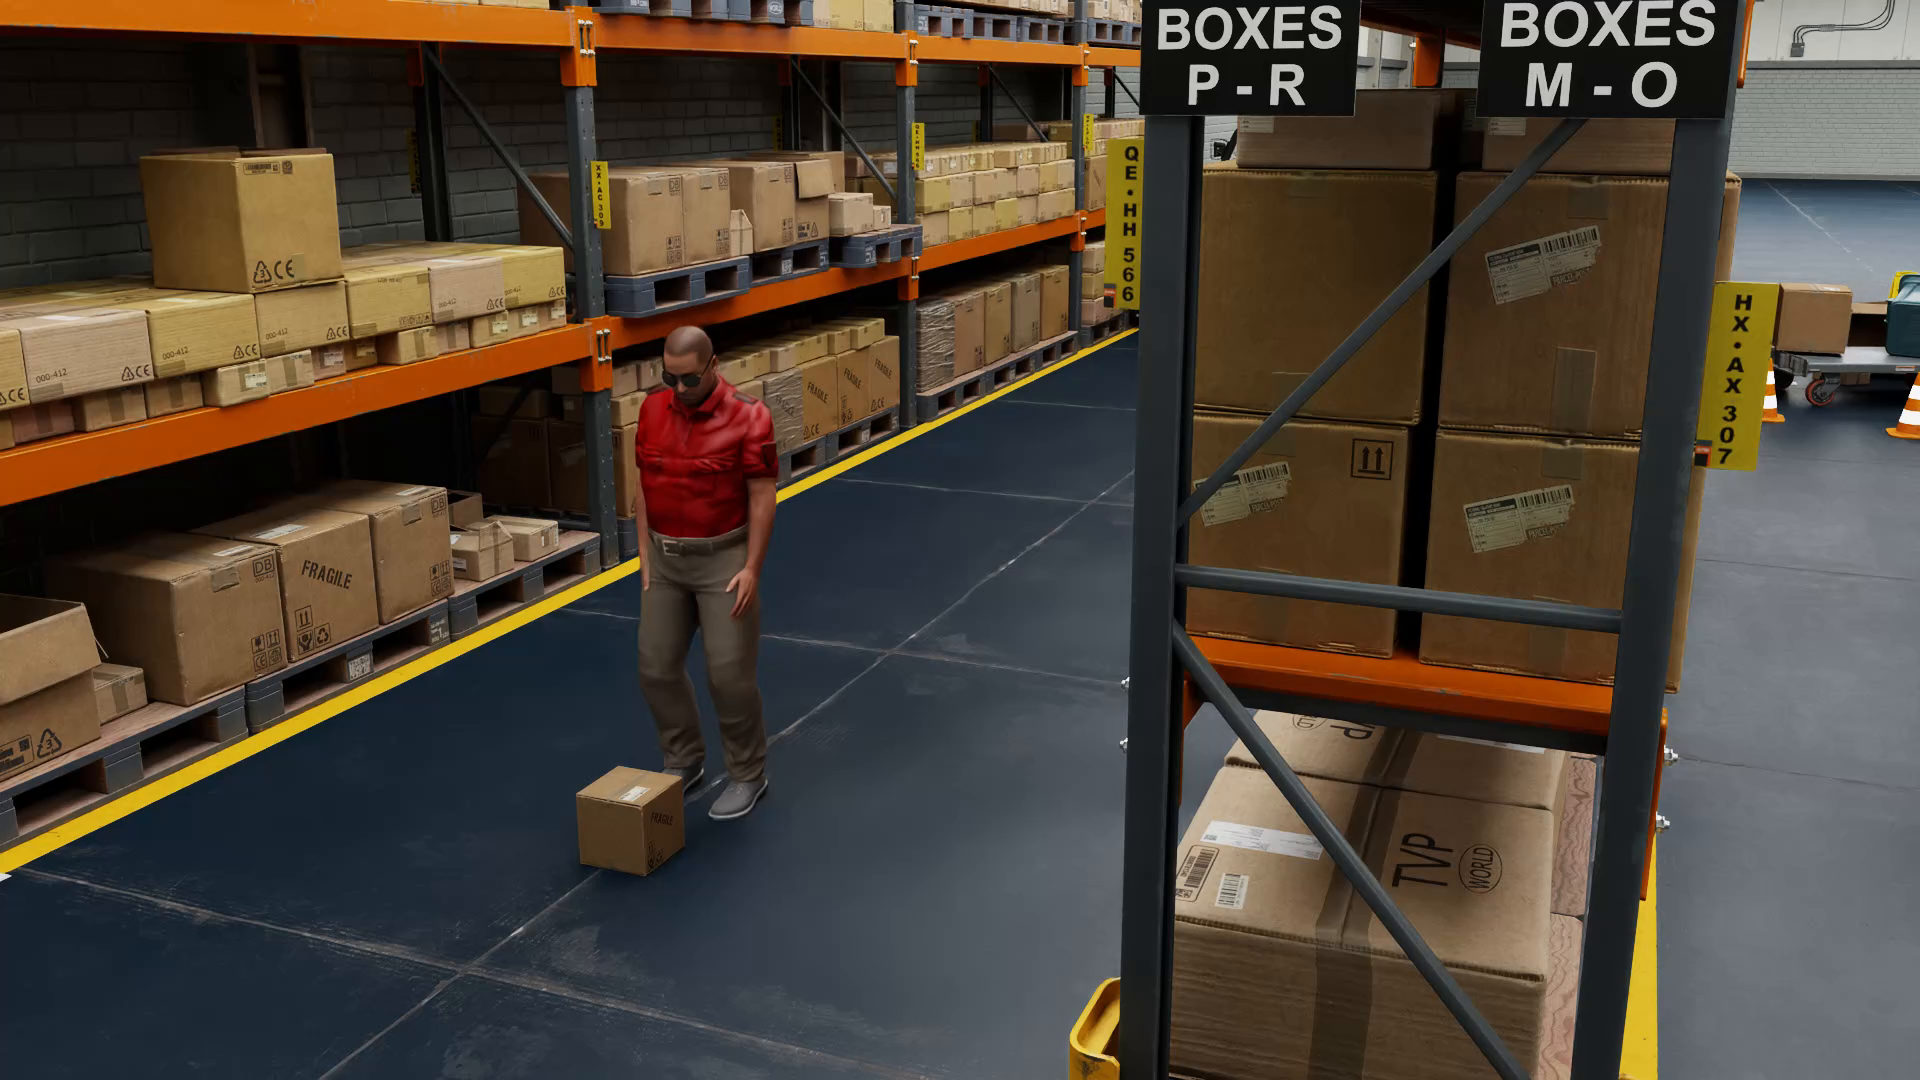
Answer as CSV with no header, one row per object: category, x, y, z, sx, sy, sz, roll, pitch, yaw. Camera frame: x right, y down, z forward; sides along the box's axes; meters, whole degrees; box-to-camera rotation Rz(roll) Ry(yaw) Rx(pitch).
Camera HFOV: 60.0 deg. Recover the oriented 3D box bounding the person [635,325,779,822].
person,-0.874,0.106,5.735,0.544,1.705,0.376,6,17,22
